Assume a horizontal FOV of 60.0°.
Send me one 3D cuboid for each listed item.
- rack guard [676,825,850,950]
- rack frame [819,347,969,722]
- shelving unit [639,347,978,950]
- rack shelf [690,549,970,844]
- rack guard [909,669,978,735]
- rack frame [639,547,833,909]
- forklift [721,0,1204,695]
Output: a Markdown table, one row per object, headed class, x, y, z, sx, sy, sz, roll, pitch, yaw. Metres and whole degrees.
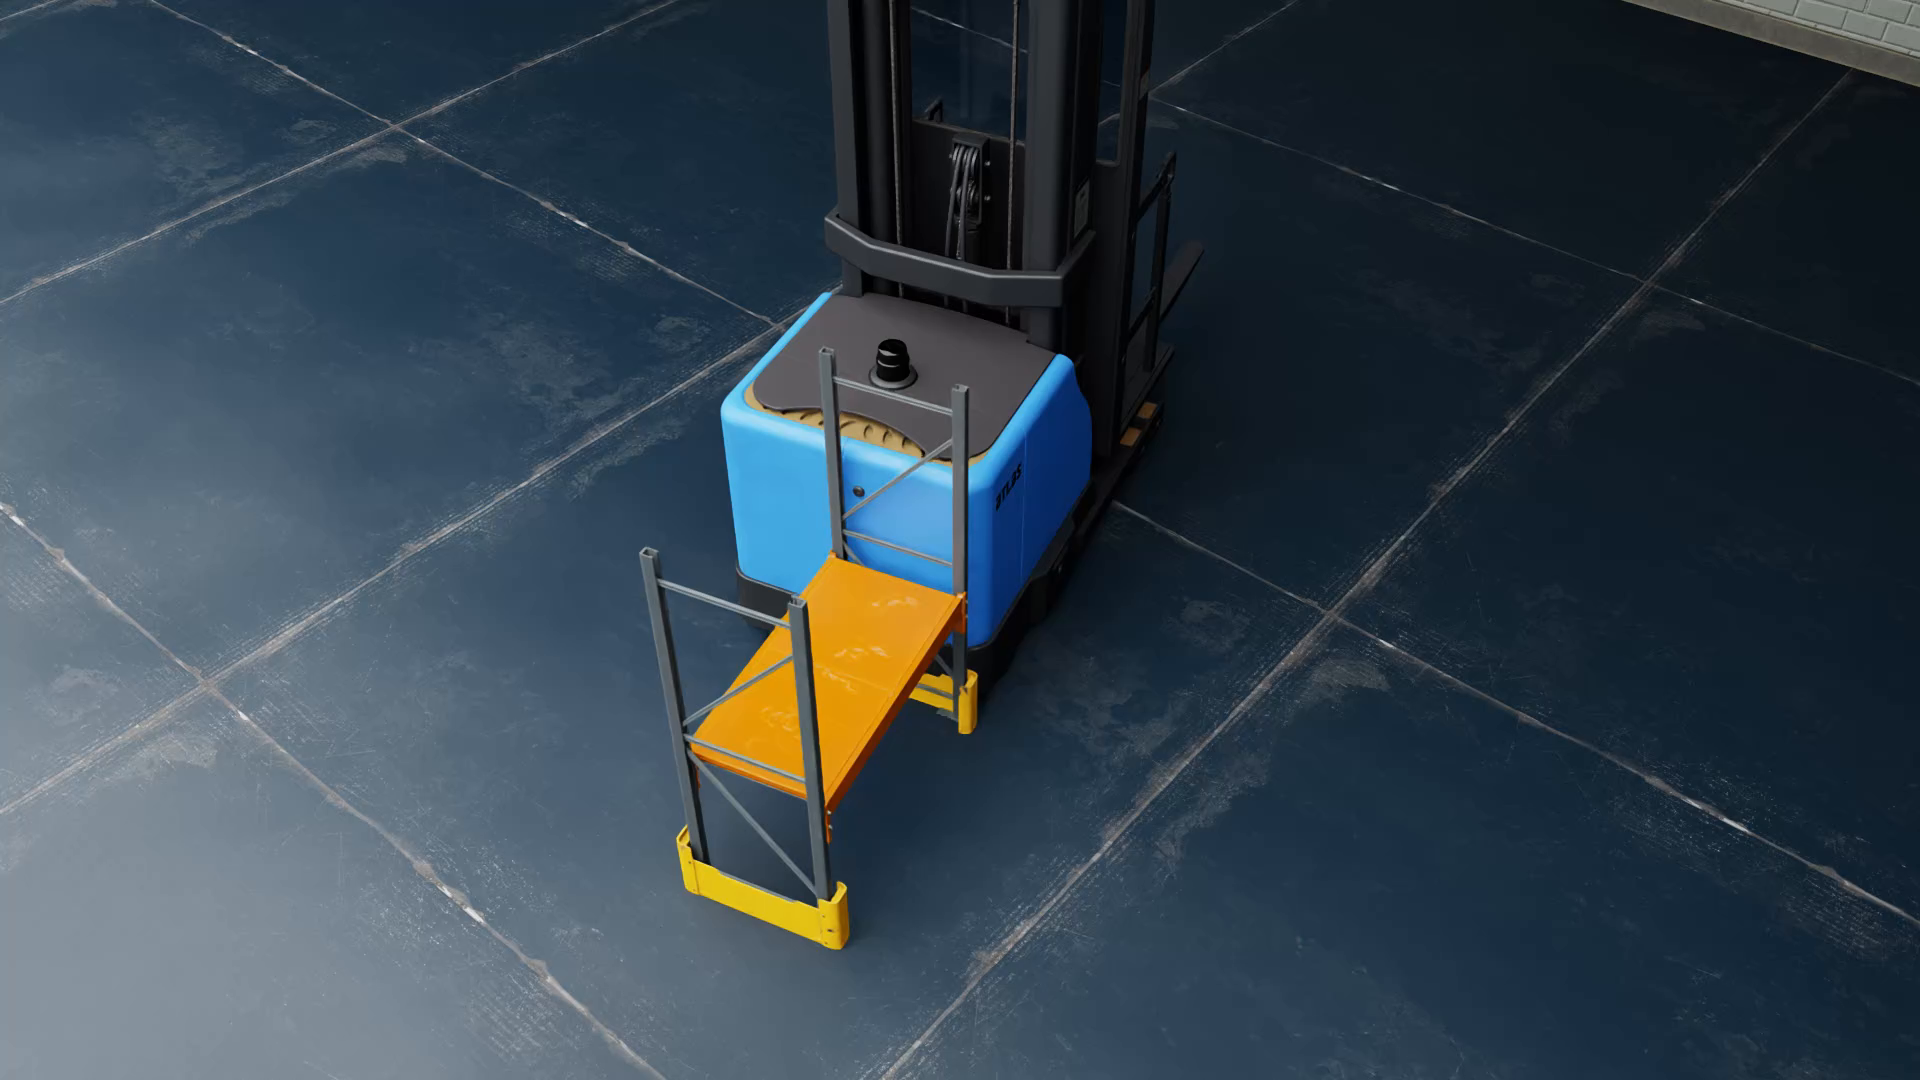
| class | x | y | z | sx | sy | sz | roll | pitch | yaw |
| --- | --- | --- | --- | --- | --- | --- | --- | --- | --- |
| rack guard | -0.631 | 1.114 | 5.339 | 0.587 | 0.250 | 0.087 | 17 | 45 | 18 |
| rack frame | -0.206 | 0.031 | 5.601 | 0.500 | 1.500 | 0.032 | 17 | 45 | 18 |
| shelving unit | -0.423 | 0.347 | 5.253 | 0.587 | 1.500 | 1.083 | 17 | 45 | 18 |
| rack shelf | -0.419 | 0.475 | 5.380 | 0.538 | 0.185 | 1.000 | 17 | 45 | 18 |
| rack guard | -0.214 | 0.505 | 6.008 | 0.587 | 0.250 | 0.087 | 17 | 45 | 18 |
| rack frame | -0.632 | 0.652 | 4.918 | 0.500 | 1.500 | 0.032 | 17 | 45 | 18 |
| forklift | 0.236 | -1.515 | 6.237 | 1.130 | 2.935 | 3.031 | 17 | 45 | 18 |
